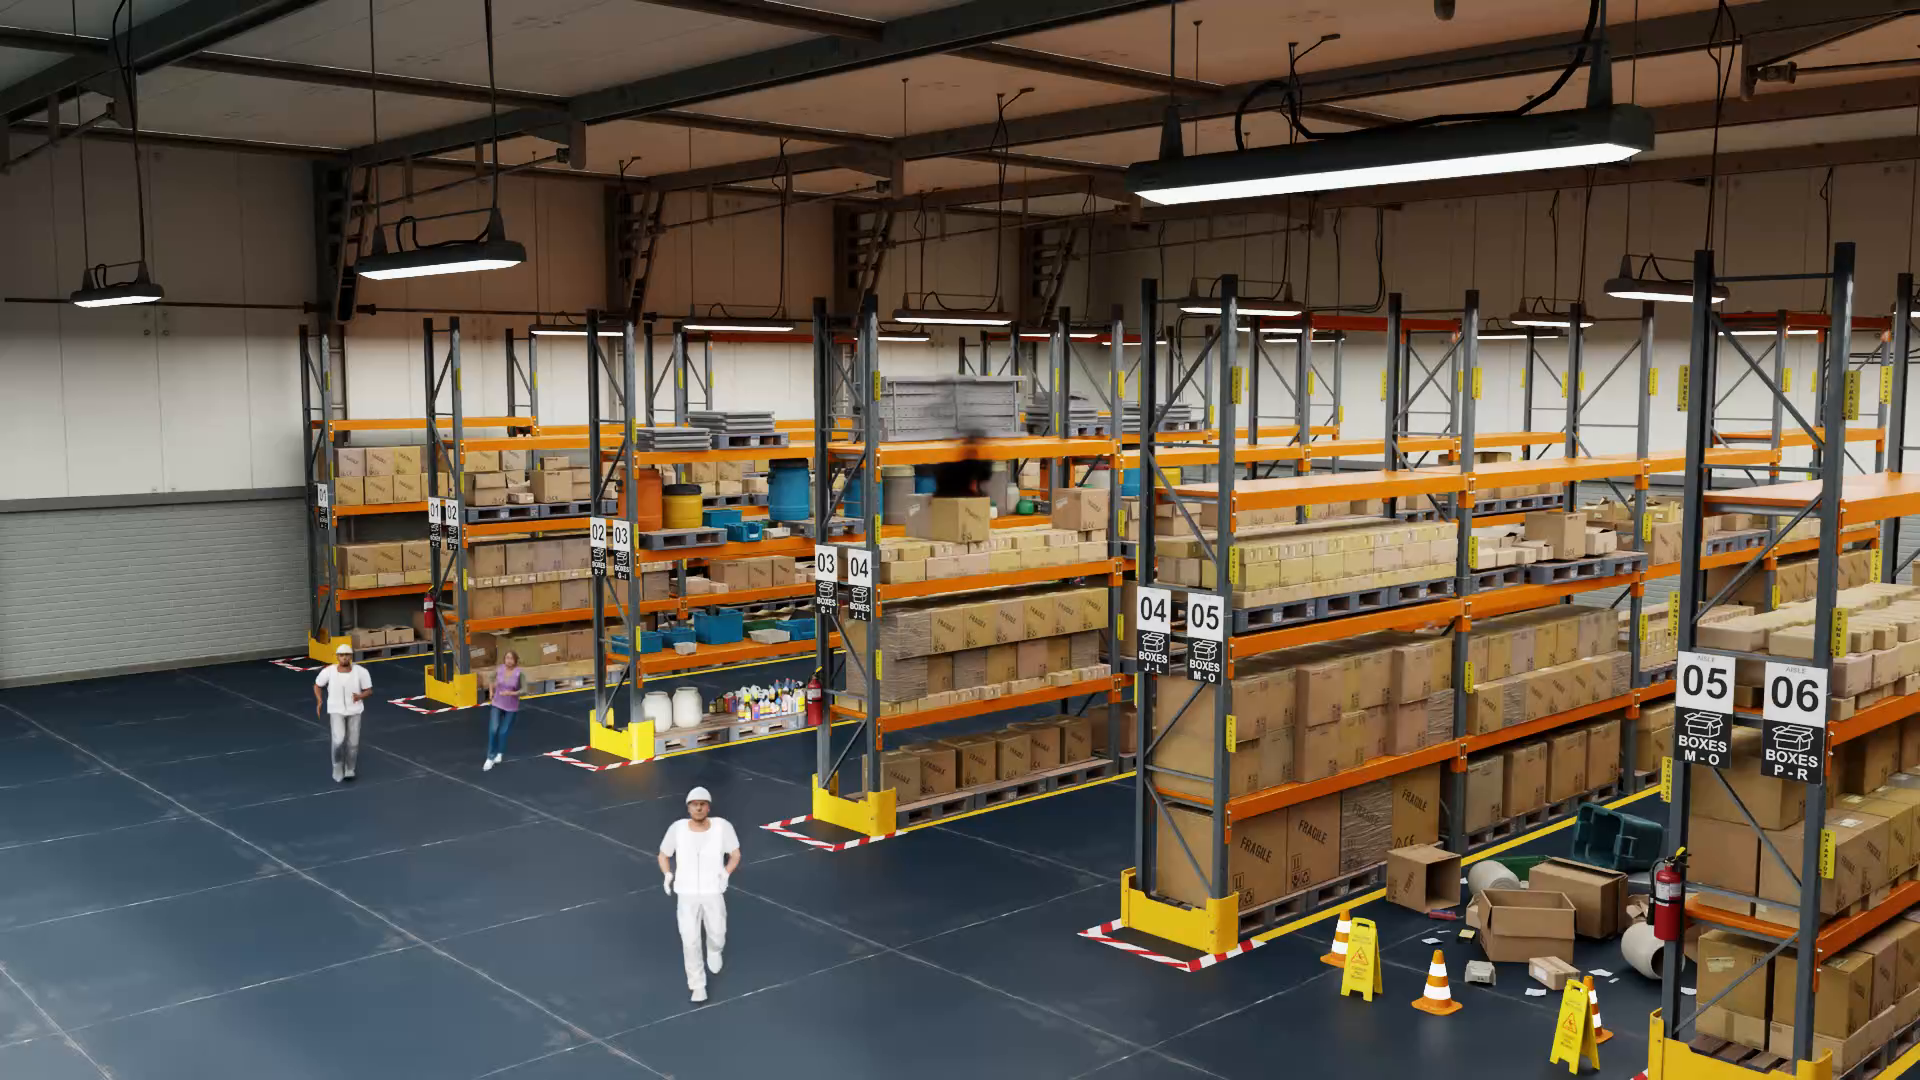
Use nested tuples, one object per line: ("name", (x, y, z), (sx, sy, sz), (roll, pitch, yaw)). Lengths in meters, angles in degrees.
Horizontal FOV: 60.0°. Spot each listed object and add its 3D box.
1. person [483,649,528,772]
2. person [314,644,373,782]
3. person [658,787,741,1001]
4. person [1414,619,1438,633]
("person", (-5.921, 2.203, 21.685), (0.593, 1.603, 0.643), (-1, 6, -9))
("person", (-7.730, 2.177, 20.900), (0.676, 1.742, 0.673), (-3, 6, -24))
("person", (-2.166, 2.908, 13.833), (0.685, 1.735, 0.675), (-1, 6, -7))
("person", (6.647, 1.912, 23.599), (0.692, 1.786, 0.721), (5, 8, 41))
